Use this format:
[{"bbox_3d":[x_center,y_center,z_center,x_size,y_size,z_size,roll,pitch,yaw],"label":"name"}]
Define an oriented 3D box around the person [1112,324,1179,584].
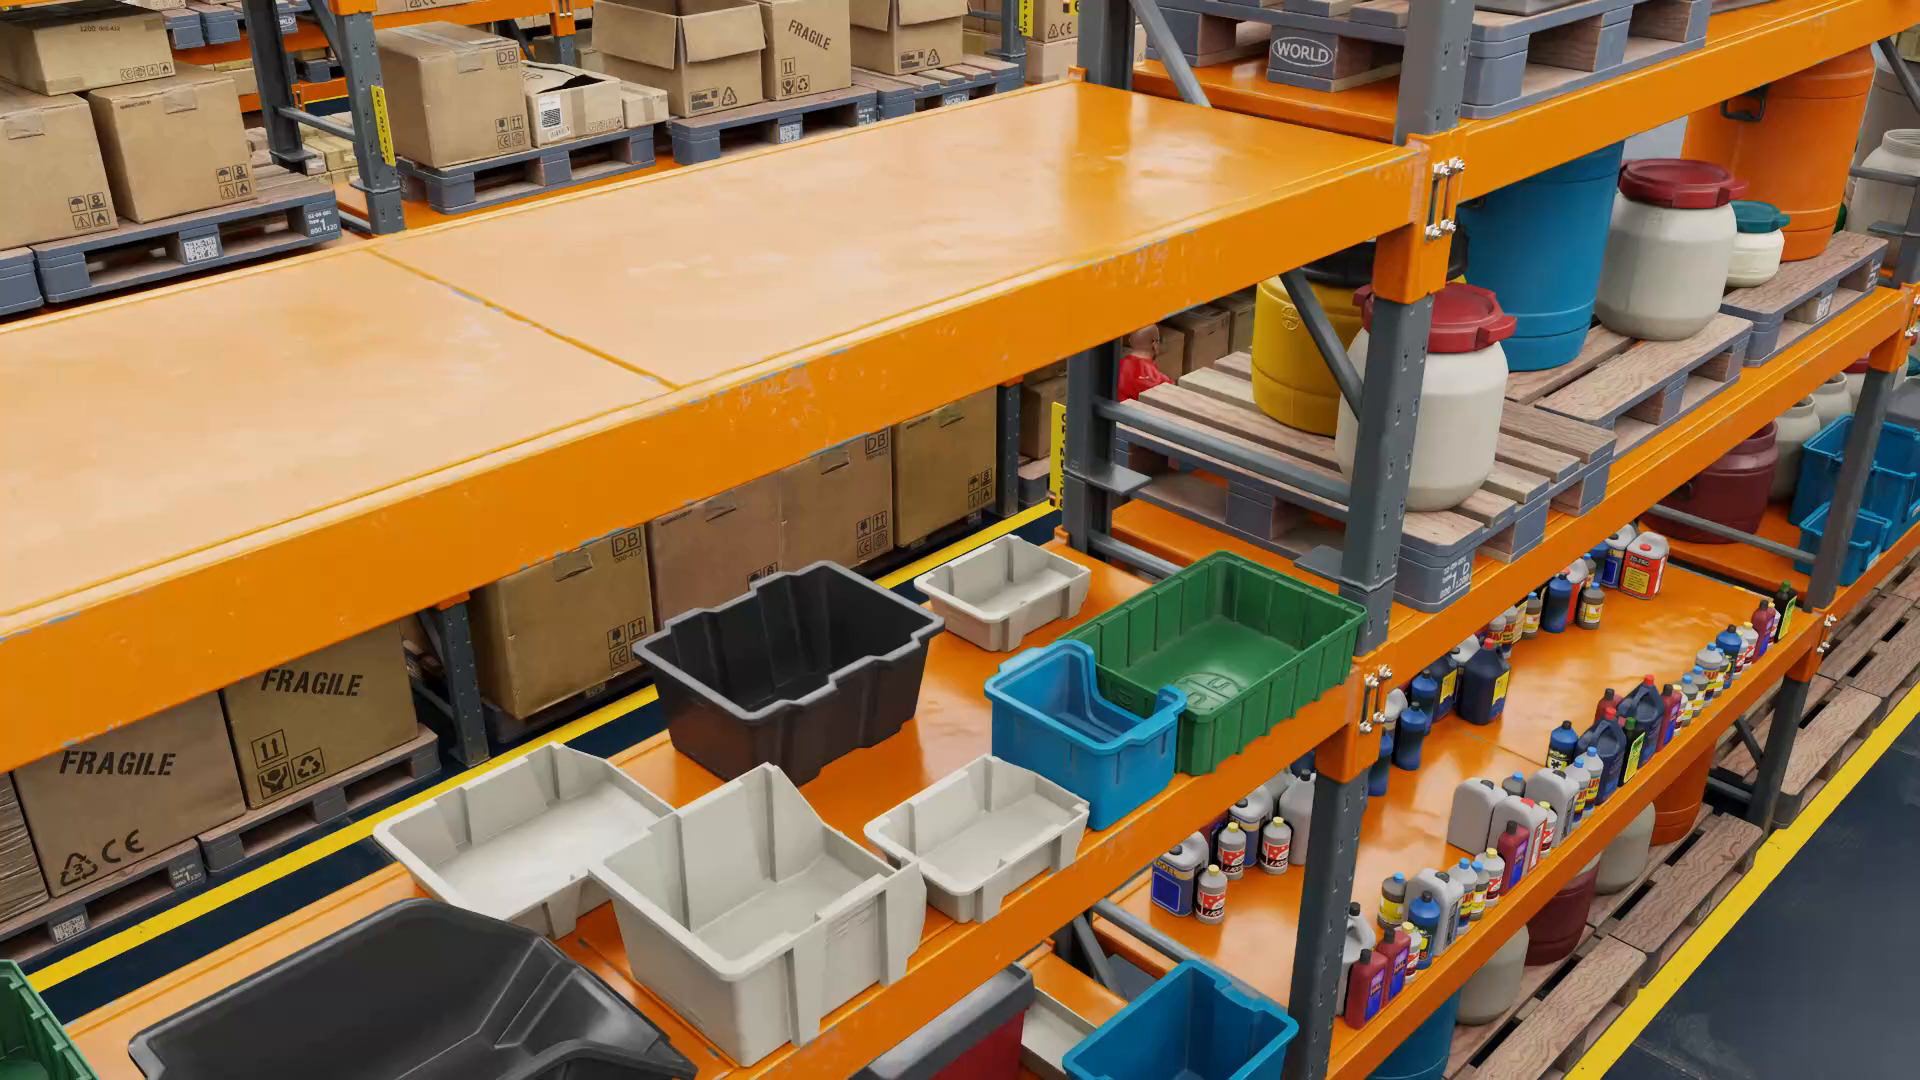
[{"bbox_3d":[1.039,-0.450,9.792,0.603,1.726,0.394,22,35,36],"label":"person"}]
